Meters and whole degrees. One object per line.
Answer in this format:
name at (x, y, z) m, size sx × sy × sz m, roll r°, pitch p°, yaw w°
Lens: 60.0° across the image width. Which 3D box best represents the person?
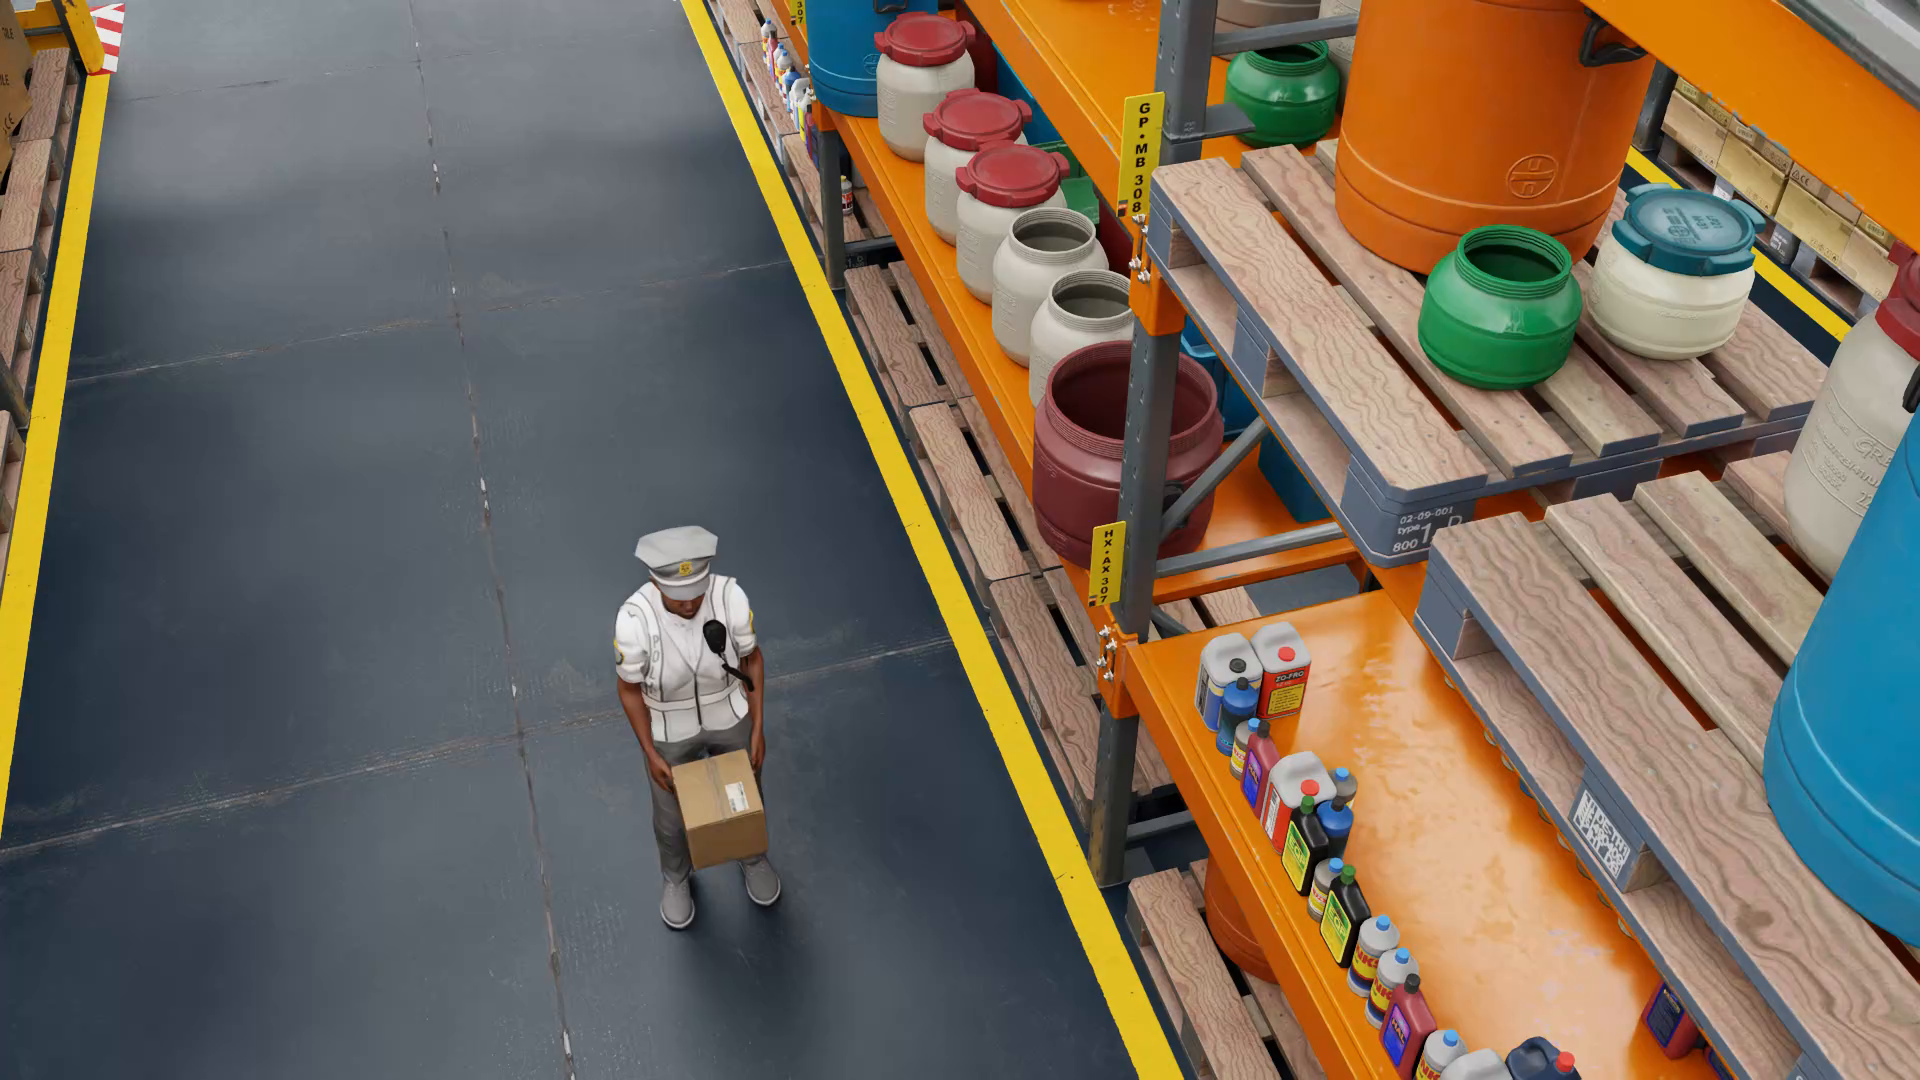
person at (-0.866, 0.609, 5.488) m, size 0.494 × 1.670 × 0.374 m, roll -13°, pitch 44°, yaw -14°
